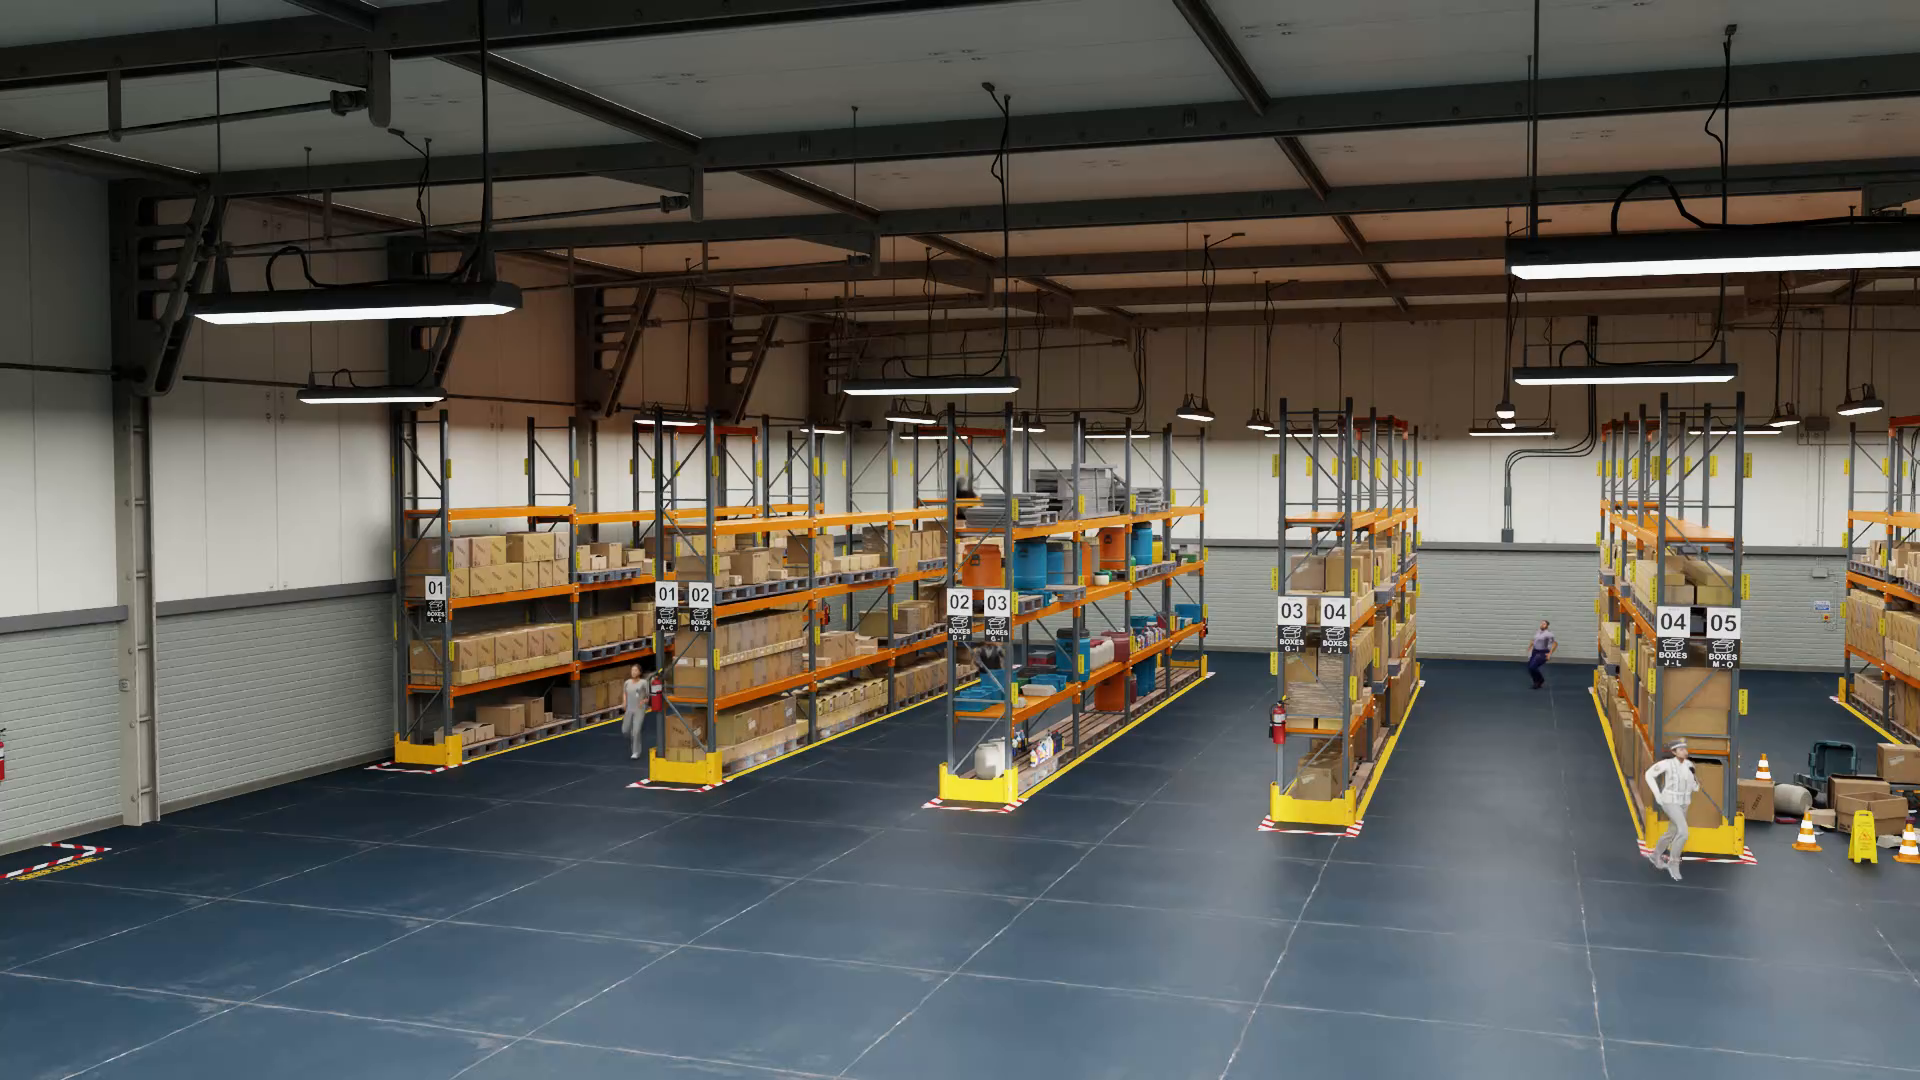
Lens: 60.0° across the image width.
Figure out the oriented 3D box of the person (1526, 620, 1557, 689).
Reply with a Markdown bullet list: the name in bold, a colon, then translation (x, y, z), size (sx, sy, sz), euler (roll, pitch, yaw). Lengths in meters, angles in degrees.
- **person**: translation (13.090, 2.606, 37.632), size (0.539, 1.584, 0.659), euler (-1, 3, -19)

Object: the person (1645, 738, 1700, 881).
- **person**: translation (8.812, 3.287, 20.485), size (0.598, 1.738, 0.683), euler (-1, 3, -23)

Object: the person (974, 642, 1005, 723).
- **person**: translation (0.588, 2.740, 32.981), size (0.635, 1.770, 0.756), euler (1, 3, 12)

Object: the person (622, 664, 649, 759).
- **person**: translation (-5.601, 2.955, 28.710), size (0.560, 1.622, 0.581), euler (0, 2, 9)
